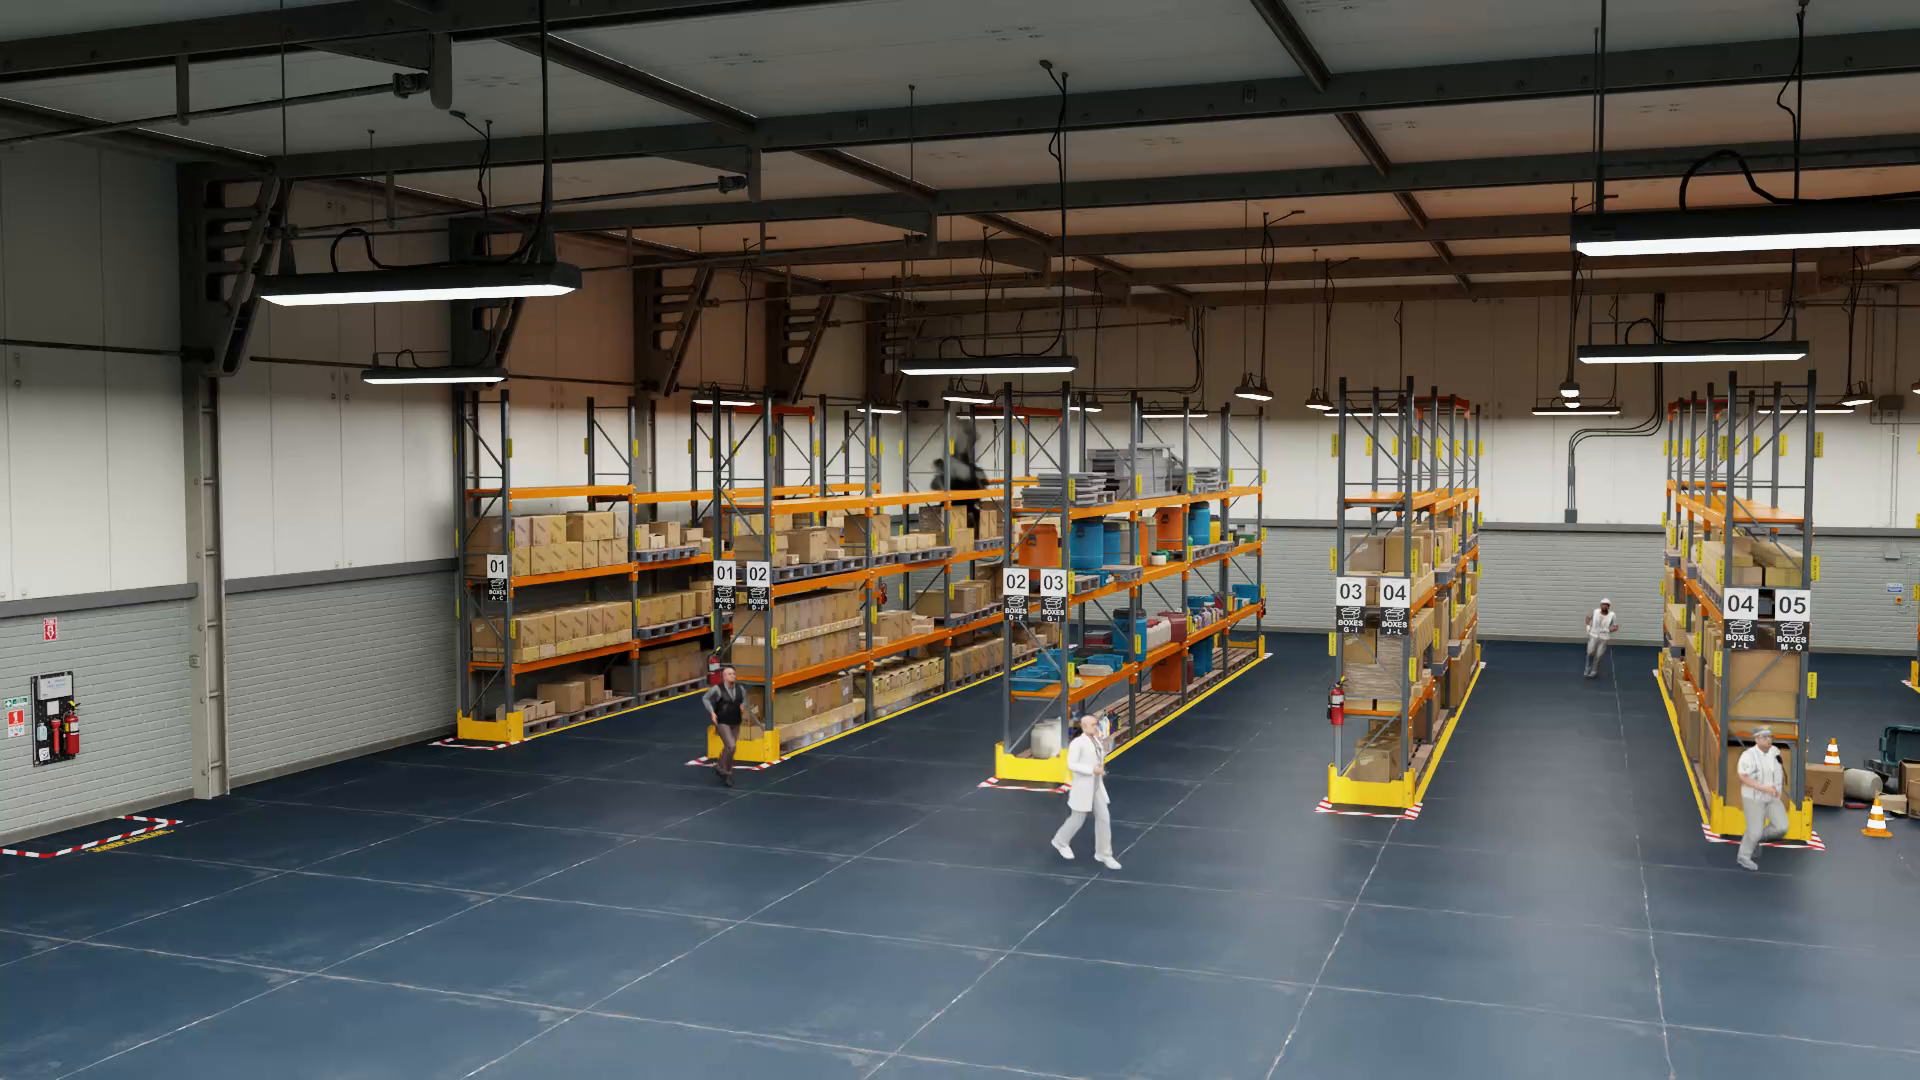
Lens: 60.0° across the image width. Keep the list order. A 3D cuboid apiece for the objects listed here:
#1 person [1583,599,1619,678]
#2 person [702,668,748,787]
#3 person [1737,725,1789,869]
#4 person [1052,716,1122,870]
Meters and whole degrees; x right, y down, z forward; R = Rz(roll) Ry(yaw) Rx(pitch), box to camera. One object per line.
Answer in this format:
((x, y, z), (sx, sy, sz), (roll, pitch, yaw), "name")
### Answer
((13.941, 2.141, 36.160), (0.712, 1.757, 0.624), (1, 3, 25), "person")
((-3.465, 2.778, 24.804), (0.645, 1.764, 0.732), (-3, 4, -39), "person")
((9.555, 3.047, 19.714), (0.693, 1.742, 0.685), (-1, 3, -13), "person")
((1.495, 3.007, 19.971), (0.959, 1.813, 0.692), (3, 4, 44), "person")
